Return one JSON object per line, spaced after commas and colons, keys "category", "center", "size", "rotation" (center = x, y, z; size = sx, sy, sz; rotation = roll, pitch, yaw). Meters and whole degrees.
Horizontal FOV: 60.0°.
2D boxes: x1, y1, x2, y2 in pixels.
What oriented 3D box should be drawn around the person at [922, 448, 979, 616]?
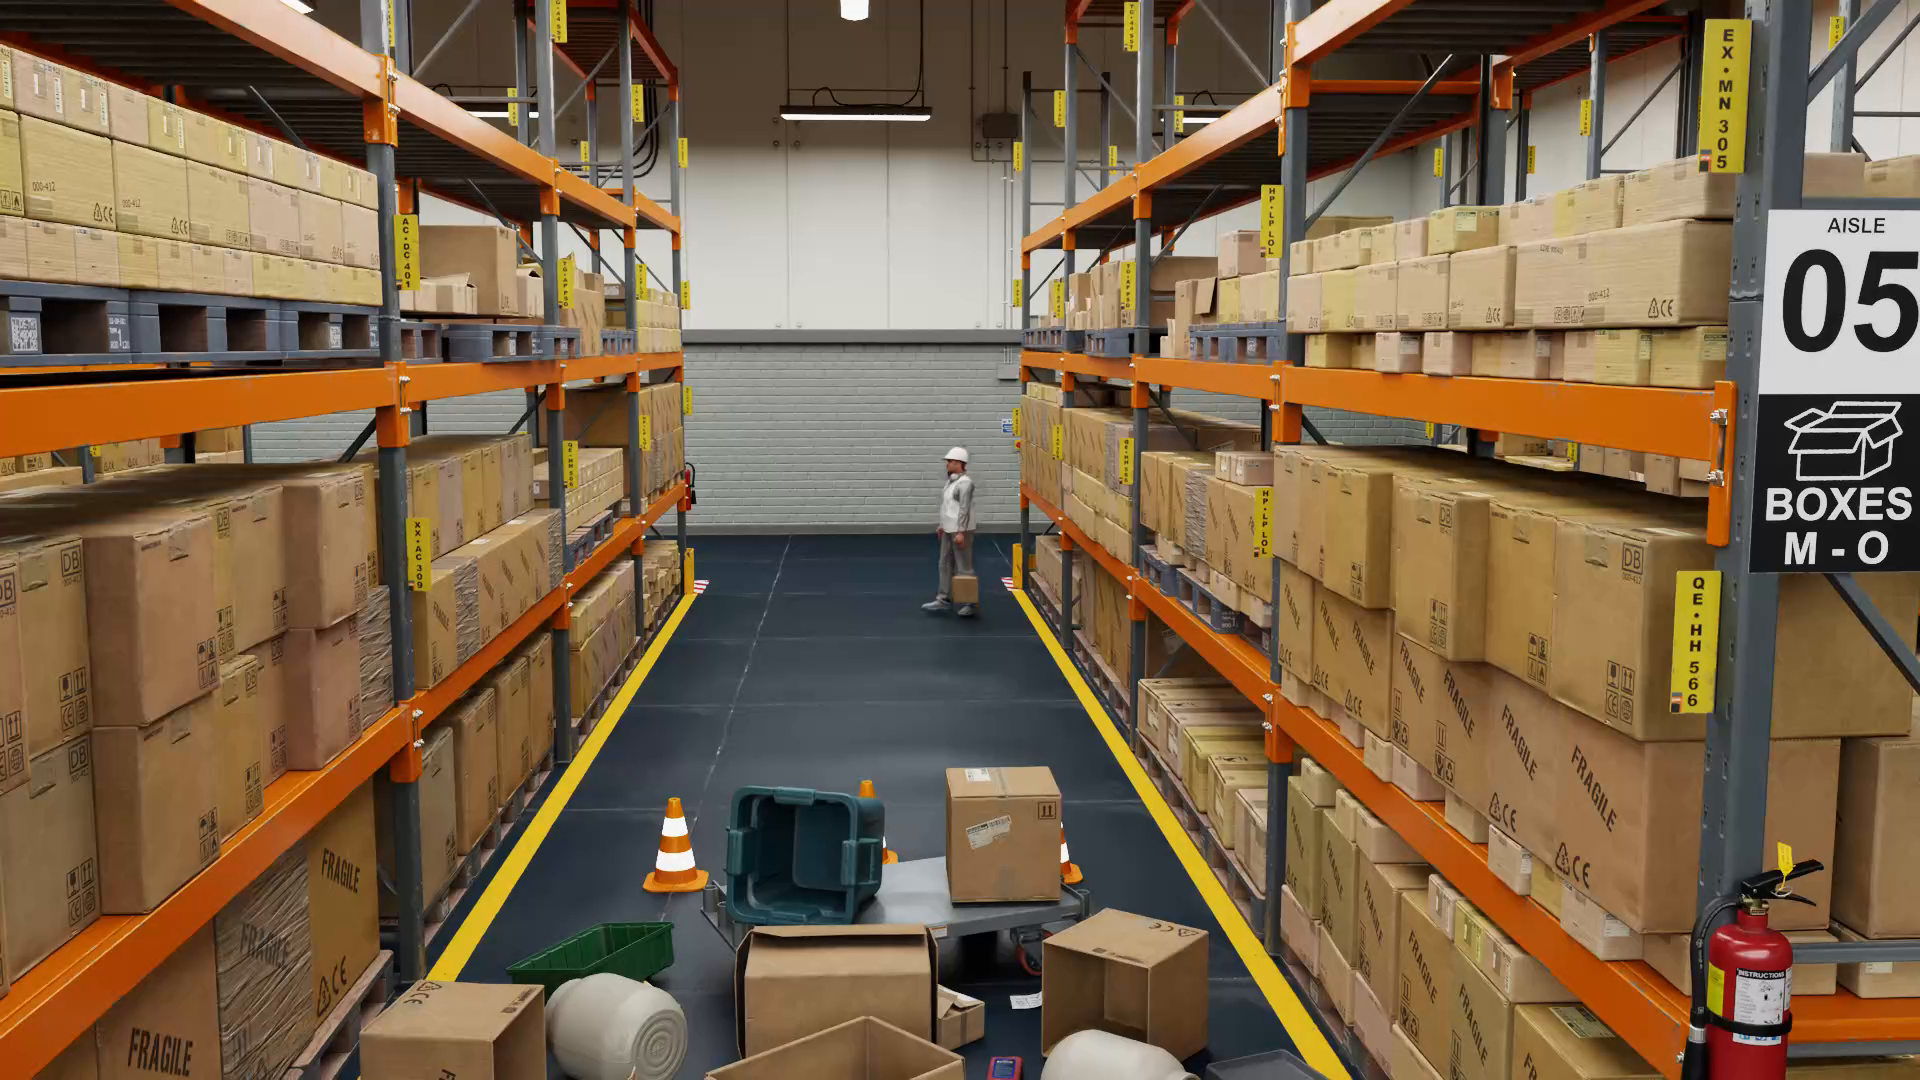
{"category": "person", "center": [-0.099, -0.099, 17.755], "size": [0.553, 1.775, 0.613], "rotation": [-2, 7, -18]}
